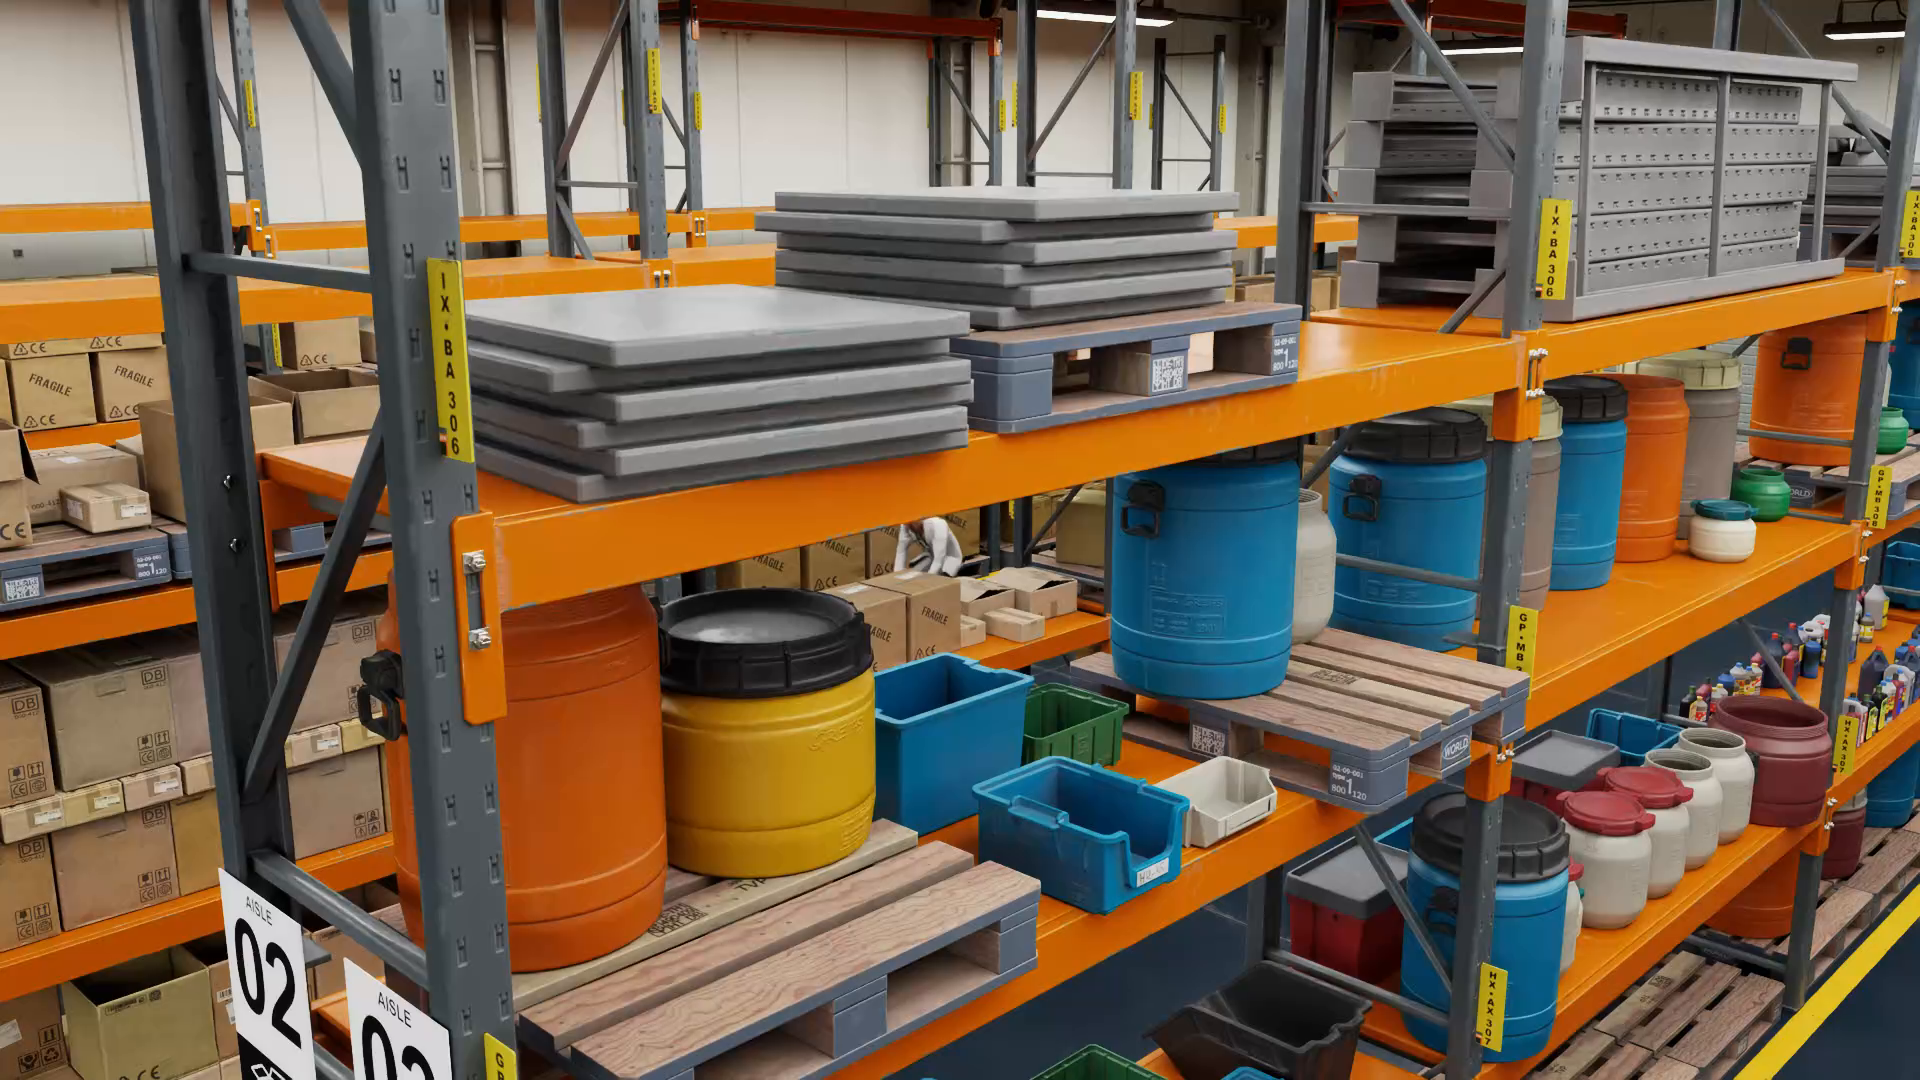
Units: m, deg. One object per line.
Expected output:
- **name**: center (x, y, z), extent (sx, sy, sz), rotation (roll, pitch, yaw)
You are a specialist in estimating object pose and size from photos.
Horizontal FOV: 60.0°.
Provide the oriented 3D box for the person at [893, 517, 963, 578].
- **person**: center (-0.294, 0.260, 16.498), extent (0.631, 1.287, 0.780), rotation (13, 18, 43)
